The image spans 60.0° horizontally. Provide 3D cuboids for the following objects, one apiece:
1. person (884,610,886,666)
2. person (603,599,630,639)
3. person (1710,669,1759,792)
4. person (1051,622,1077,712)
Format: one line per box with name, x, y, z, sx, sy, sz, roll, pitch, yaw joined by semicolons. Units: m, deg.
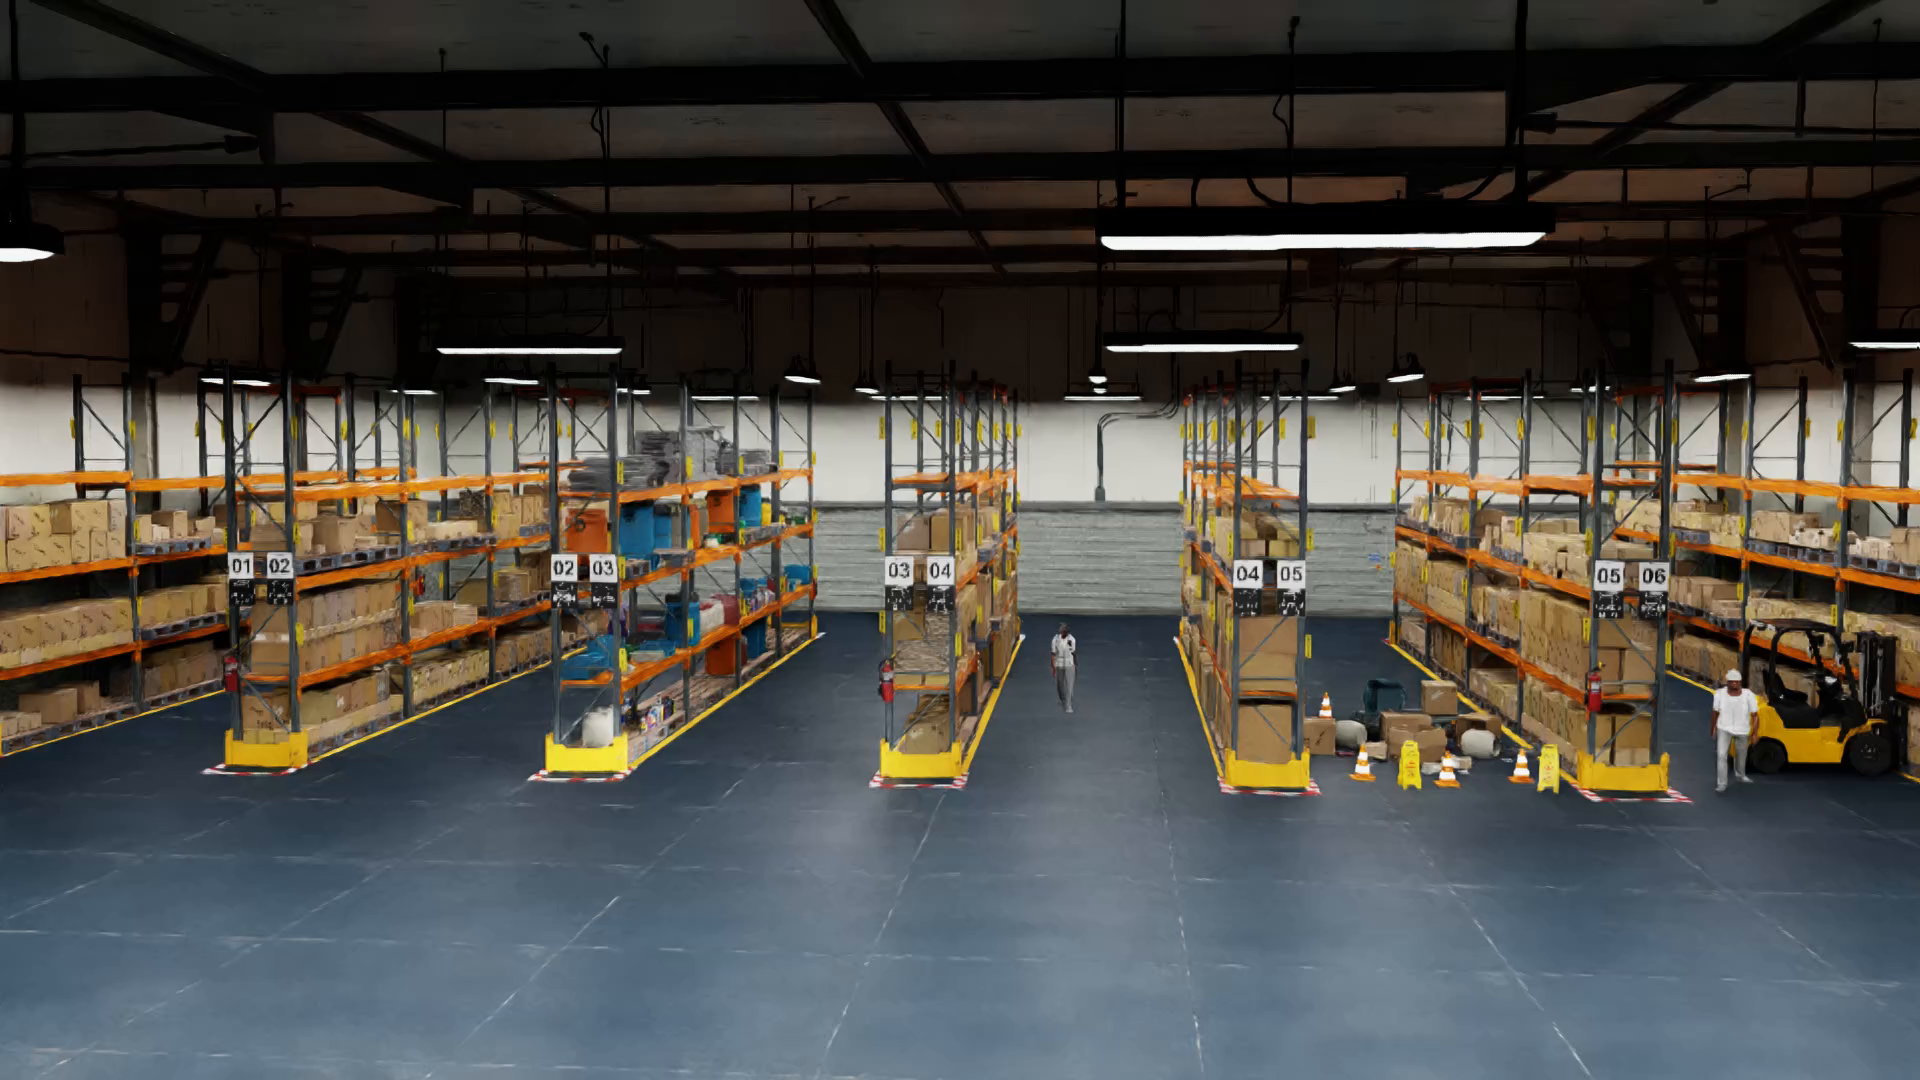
person;-1.313;1.955;34.242;0.625;1.611;0.582;0;4;3
person;-7.405;1.851;35.931;0.625;1.596;0.503;0;4;3
person;10.767;2.634;23.130;0.614;1.709;0.964;2;4;24
person;1.855;2.236;29.722;0.456;1.589;1.088;1;4;8
